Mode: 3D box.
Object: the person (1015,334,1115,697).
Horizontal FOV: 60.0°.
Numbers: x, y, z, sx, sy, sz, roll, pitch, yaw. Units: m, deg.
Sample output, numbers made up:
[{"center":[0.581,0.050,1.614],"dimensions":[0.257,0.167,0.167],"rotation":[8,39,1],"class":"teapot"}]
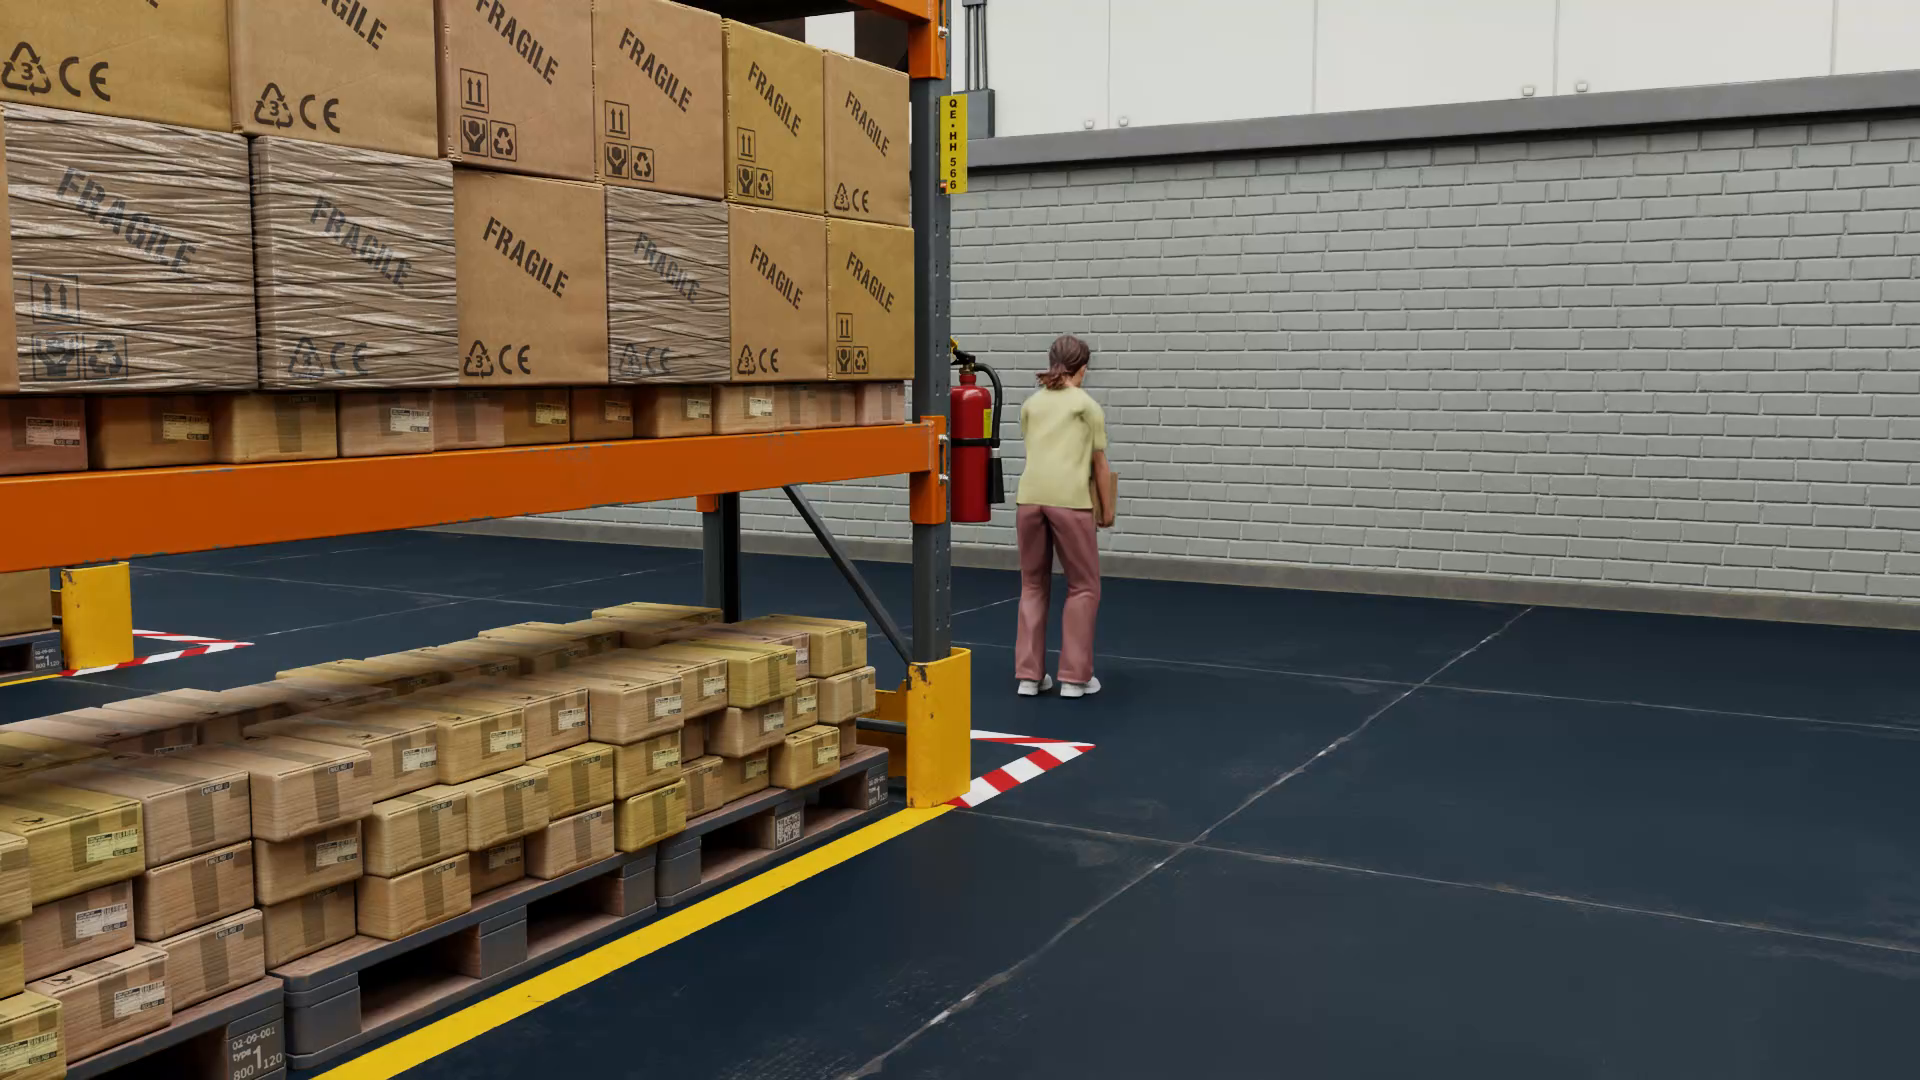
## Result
[{"center":[0.471,-0.116,7.609],"dimensions":[0.406,1.644,0.527],"rotation":[3,7,27],"class":"person"}]
